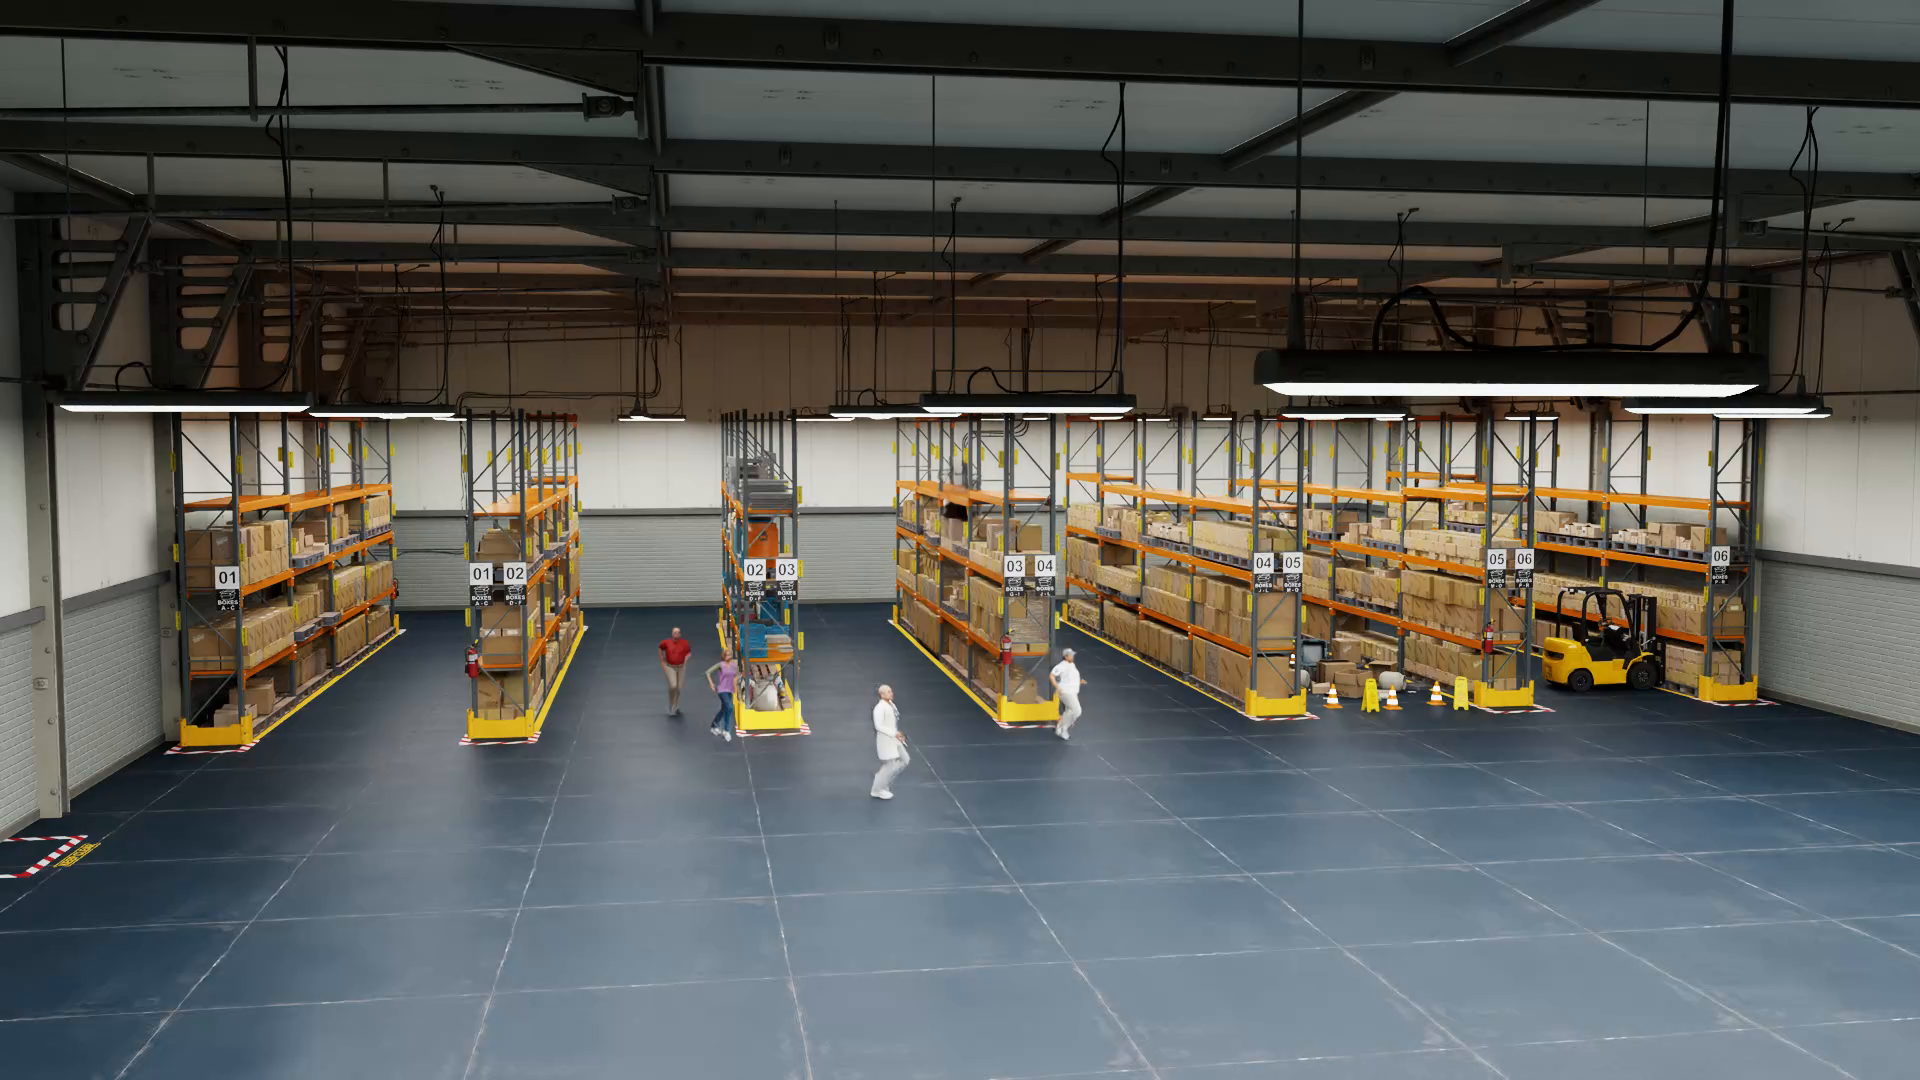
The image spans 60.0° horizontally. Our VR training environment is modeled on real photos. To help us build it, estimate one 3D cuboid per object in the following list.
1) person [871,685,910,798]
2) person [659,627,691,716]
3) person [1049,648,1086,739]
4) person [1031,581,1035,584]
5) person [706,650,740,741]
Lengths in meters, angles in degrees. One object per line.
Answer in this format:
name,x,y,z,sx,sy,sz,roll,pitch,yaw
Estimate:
person,-1.078,3.078,25.452,0.608,1.737,0.722,1,4,17
person,-5.622,2.597,32.903,0.573,1.775,0.882,-2,4,-26
person,1.994,2.790,30.191,0.635,1.642,0.586,2,5,29
person,1.805,1.529,48.760,0.661,1.578,0.652,-4,6,-44
person,-4.305,2.819,30.378,0.615,1.636,0.570,3,5,35
